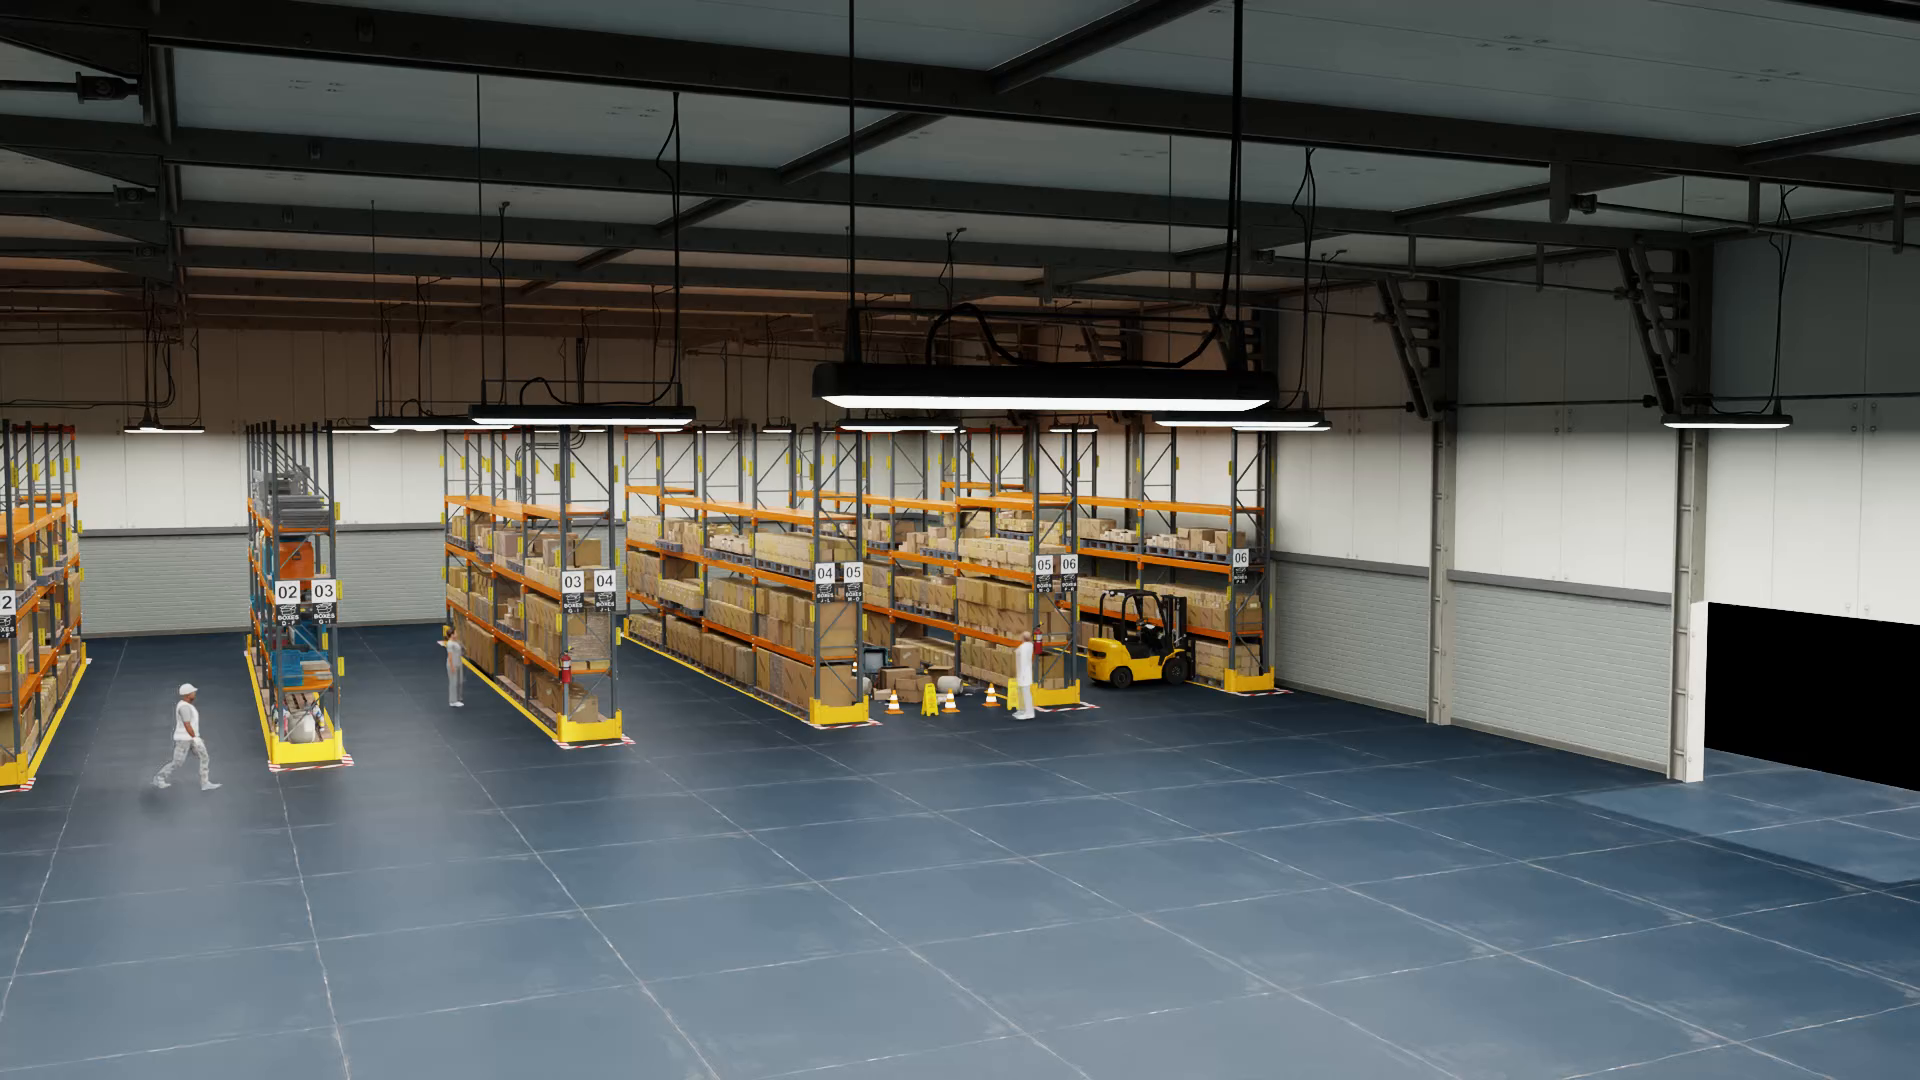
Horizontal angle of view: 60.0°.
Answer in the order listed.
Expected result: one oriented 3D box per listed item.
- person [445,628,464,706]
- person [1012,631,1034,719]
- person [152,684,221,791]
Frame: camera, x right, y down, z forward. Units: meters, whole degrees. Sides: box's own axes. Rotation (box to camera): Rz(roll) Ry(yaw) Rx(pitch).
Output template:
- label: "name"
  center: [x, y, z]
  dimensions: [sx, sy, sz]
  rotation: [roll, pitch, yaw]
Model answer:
- label: "person"
  center: [-10.714, 2.703, 35.325]
  dimensions: [0.394, 1.702, 0.527]
  rotation: [1, 4, 14]
- label: "person"
  center: [1.277, 2.722, 33.692]
  dimensions: [0.469, 1.795, 0.750]
  rotation: [0, 4, 3]
- label: "person"
  center: [-12.461, 3.187, 26.753]
  dimensions: [1.021, 1.741, 0.518]
  rotation: [0, 4, 1]
